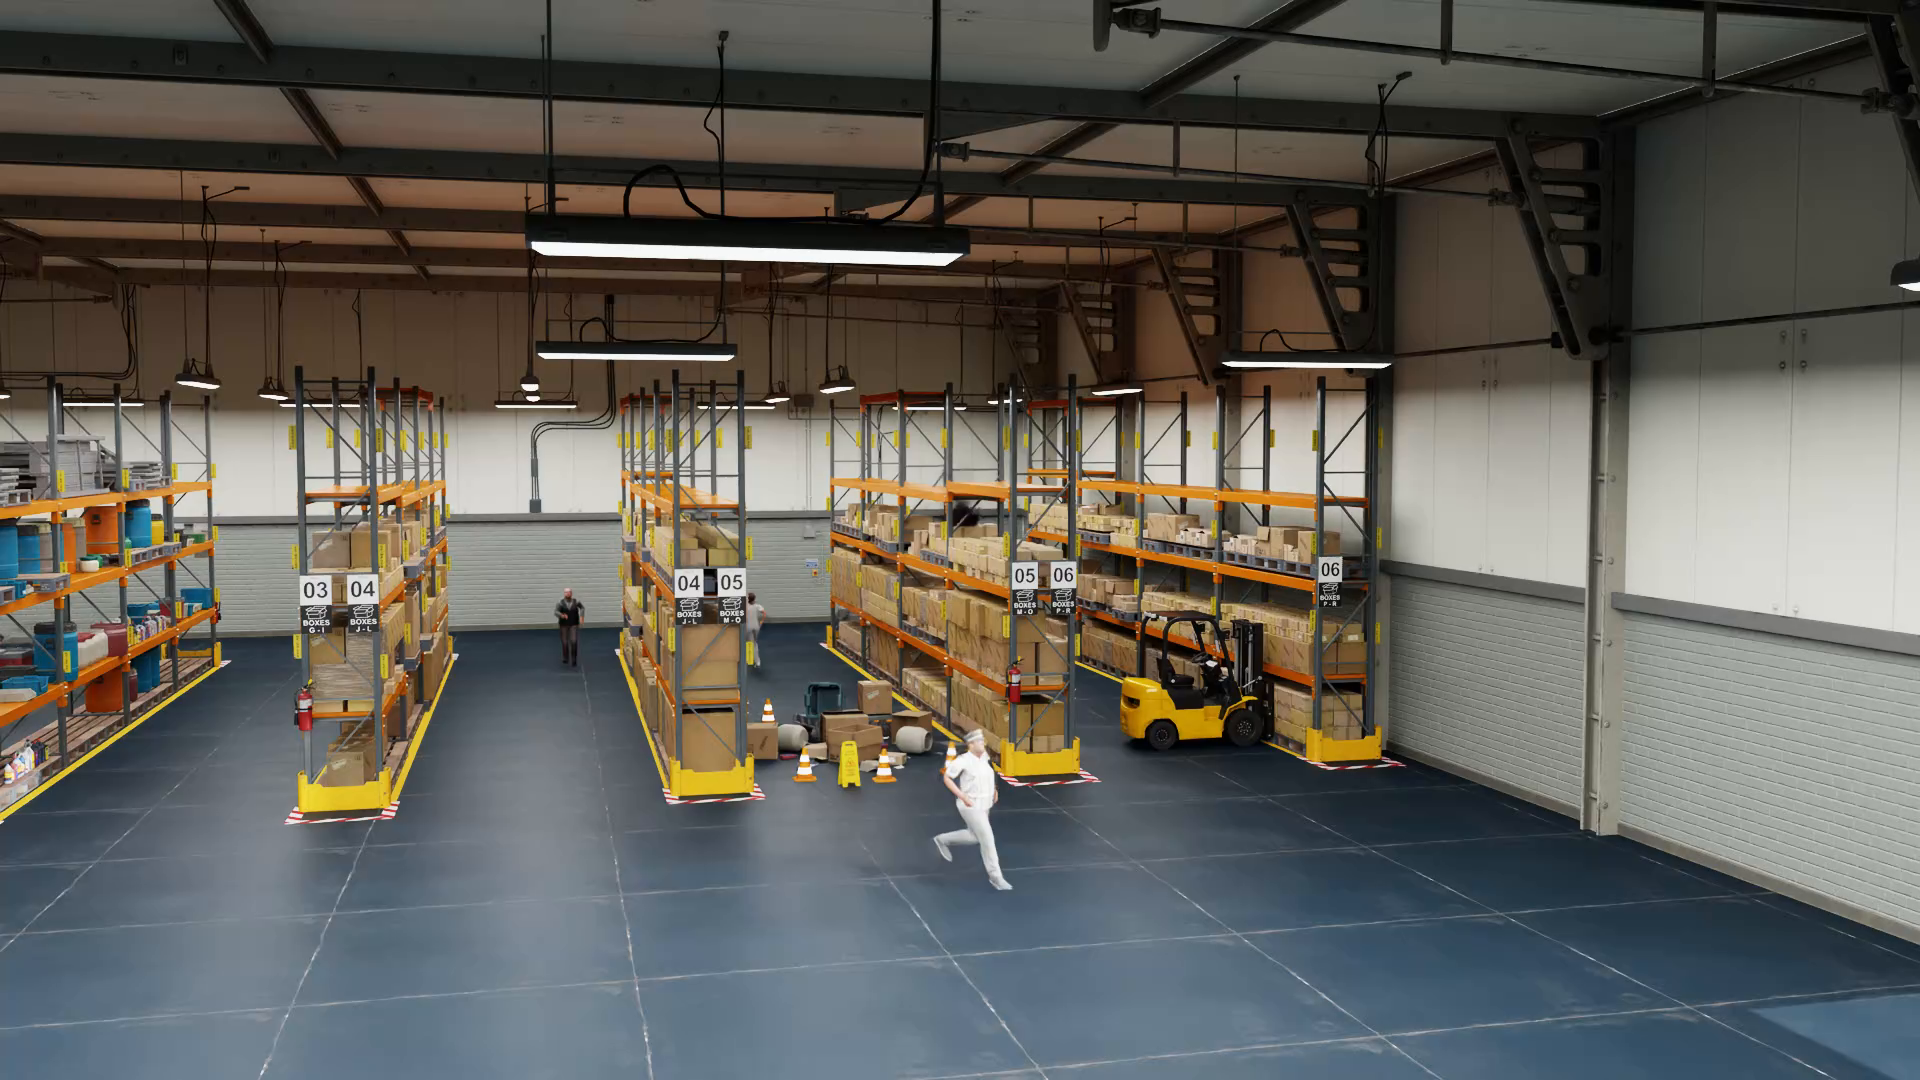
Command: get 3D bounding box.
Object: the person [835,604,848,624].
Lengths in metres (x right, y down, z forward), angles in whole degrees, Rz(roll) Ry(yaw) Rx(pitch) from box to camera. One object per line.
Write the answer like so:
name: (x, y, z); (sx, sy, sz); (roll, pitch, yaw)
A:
person: (-2.916, 1.654, 41.756); (0.669, 1.708, 0.778); (1, 3, 13)

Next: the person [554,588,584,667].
person: (-8.675, 1.957, 36.932); (0.668, 1.795, 0.748); (-1, 4, -14)

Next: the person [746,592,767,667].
person: (-4.573, 1.995, 36.576); (0.533, 1.679, 0.752); (-2, 4, -25)

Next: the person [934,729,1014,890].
person: (0.154, 3.017, 18.865); (1.112, 1.792, 0.633); (2, 4, 30)

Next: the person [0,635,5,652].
person: (-16.871, 2.450, 29.034); (0.610, 1.665, 0.539); (-1, 3, -9)
